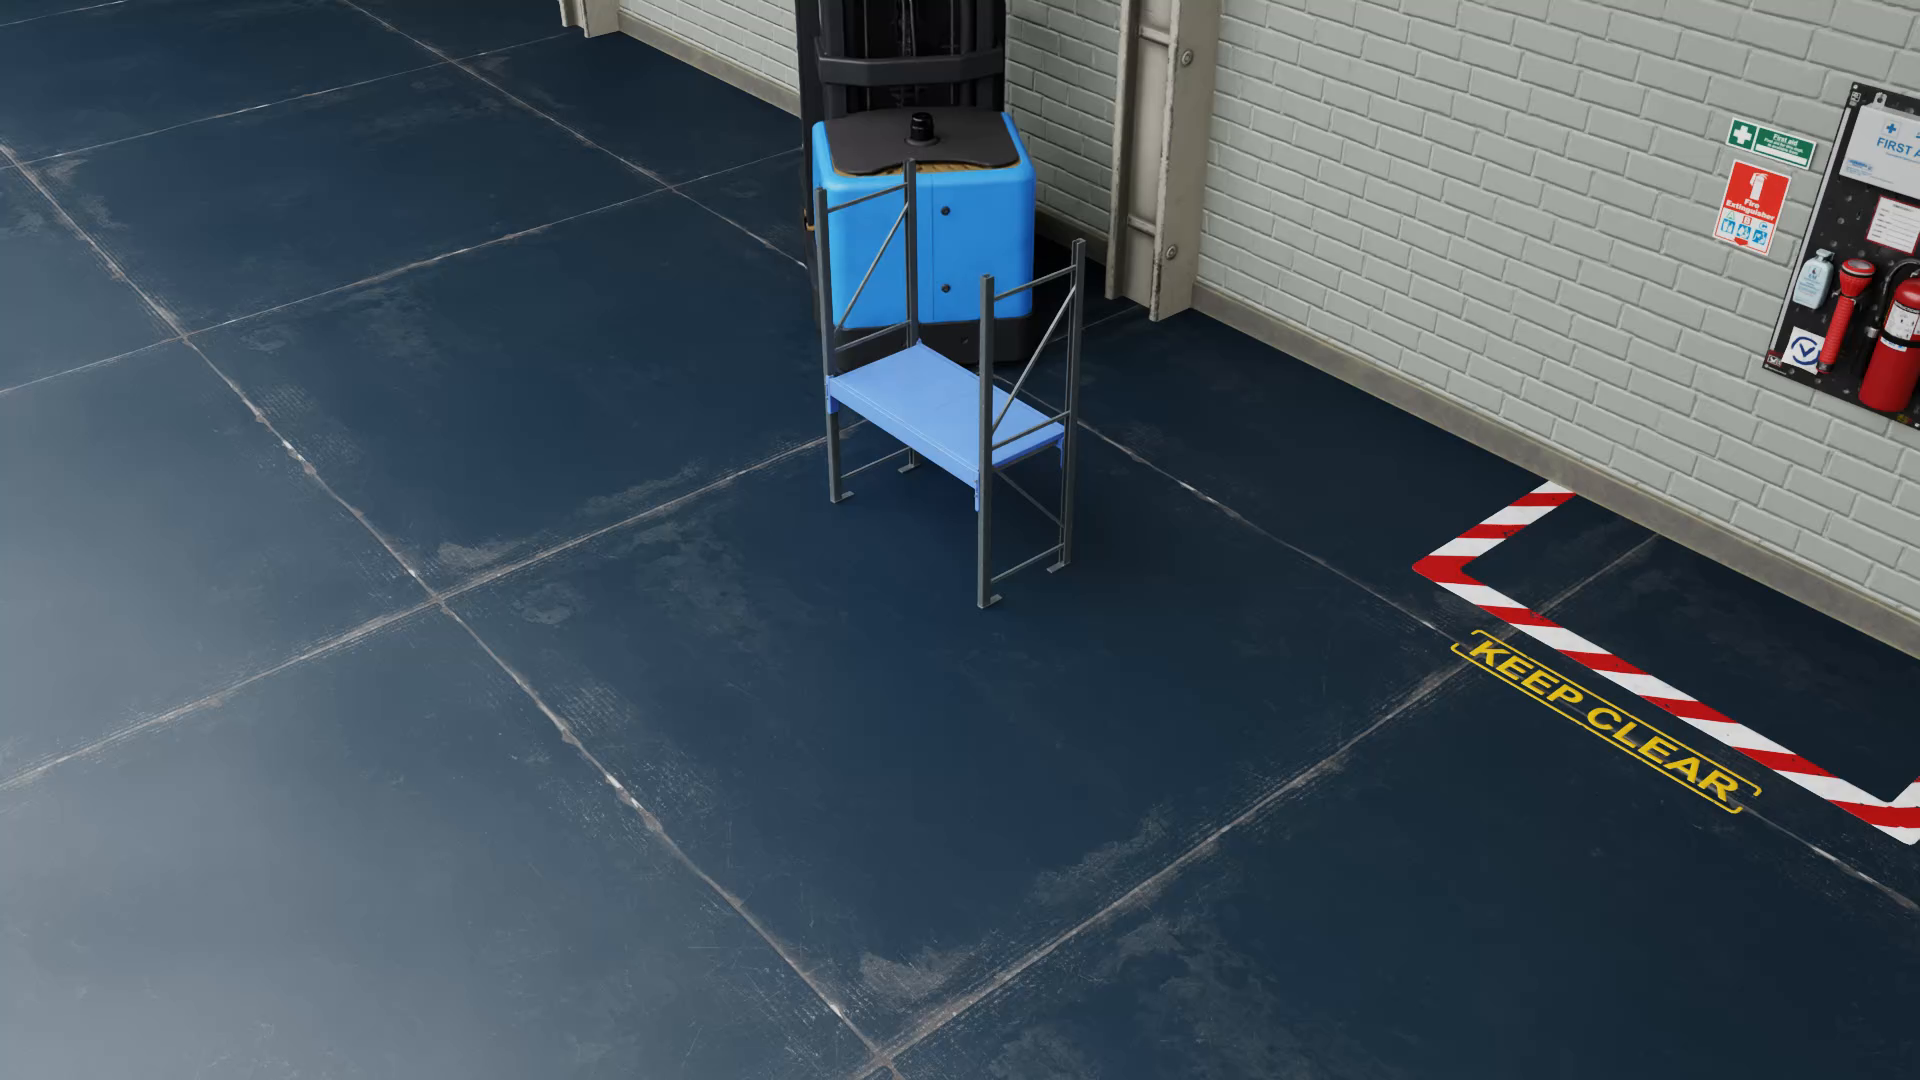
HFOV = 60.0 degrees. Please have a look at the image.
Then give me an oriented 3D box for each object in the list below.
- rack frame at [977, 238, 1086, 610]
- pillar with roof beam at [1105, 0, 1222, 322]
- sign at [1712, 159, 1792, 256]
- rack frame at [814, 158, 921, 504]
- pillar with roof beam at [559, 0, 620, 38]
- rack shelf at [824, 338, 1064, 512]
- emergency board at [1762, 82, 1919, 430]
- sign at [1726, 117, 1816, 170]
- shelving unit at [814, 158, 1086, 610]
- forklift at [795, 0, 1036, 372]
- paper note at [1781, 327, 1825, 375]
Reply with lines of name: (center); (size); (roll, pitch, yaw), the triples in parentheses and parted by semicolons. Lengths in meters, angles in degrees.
rack frame: (0.273, -0.425, 6.553); (0.500, 1.500, 0.032); (-26, 43, -32)
pillar with roof beam: (-2.253, -3.377, 4.232); (9.100, 9.000, 0.400); (-26, 43, -32)
sign: (3.064, -1.288, 6.442); (0.001, 0.329, 0.234); (-26, 43, -32)
rack frame: (-0.383, -0.874, 7.187); (0.500, 1.500, 0.032); (-26, 43, -32)
pillar with roof beam: (-6.125, -6.026, 7.973); (9.100, 9.000, 0.400); (-26, 43, -32)
rack shelf: (-0.055, -0.503, 6.974); (0.538, 0.185, 1.000); (-26, 43, -32)
emergency board: (3.342, -0.991, 6.053); (0.194, 1.169, 0.643); (-26, 43, -32)
sign: (3.060, -1.499, 6.281); (0.001, 0.109, 0.331); (-26, 43, -32)
shelving unit: (-0.055, -0.650, 6.870); (0.538, 1.500, 1.048); (-26, 43, -32)
forklift: (-0.341, -2.877, 8.776); (1.130, 2.935, 3.031); (-5, 36, -7)
paper note: (3.281, -0.735, 6.455); (0.016, 0.148, 0.142); (-26, 43, -32)
